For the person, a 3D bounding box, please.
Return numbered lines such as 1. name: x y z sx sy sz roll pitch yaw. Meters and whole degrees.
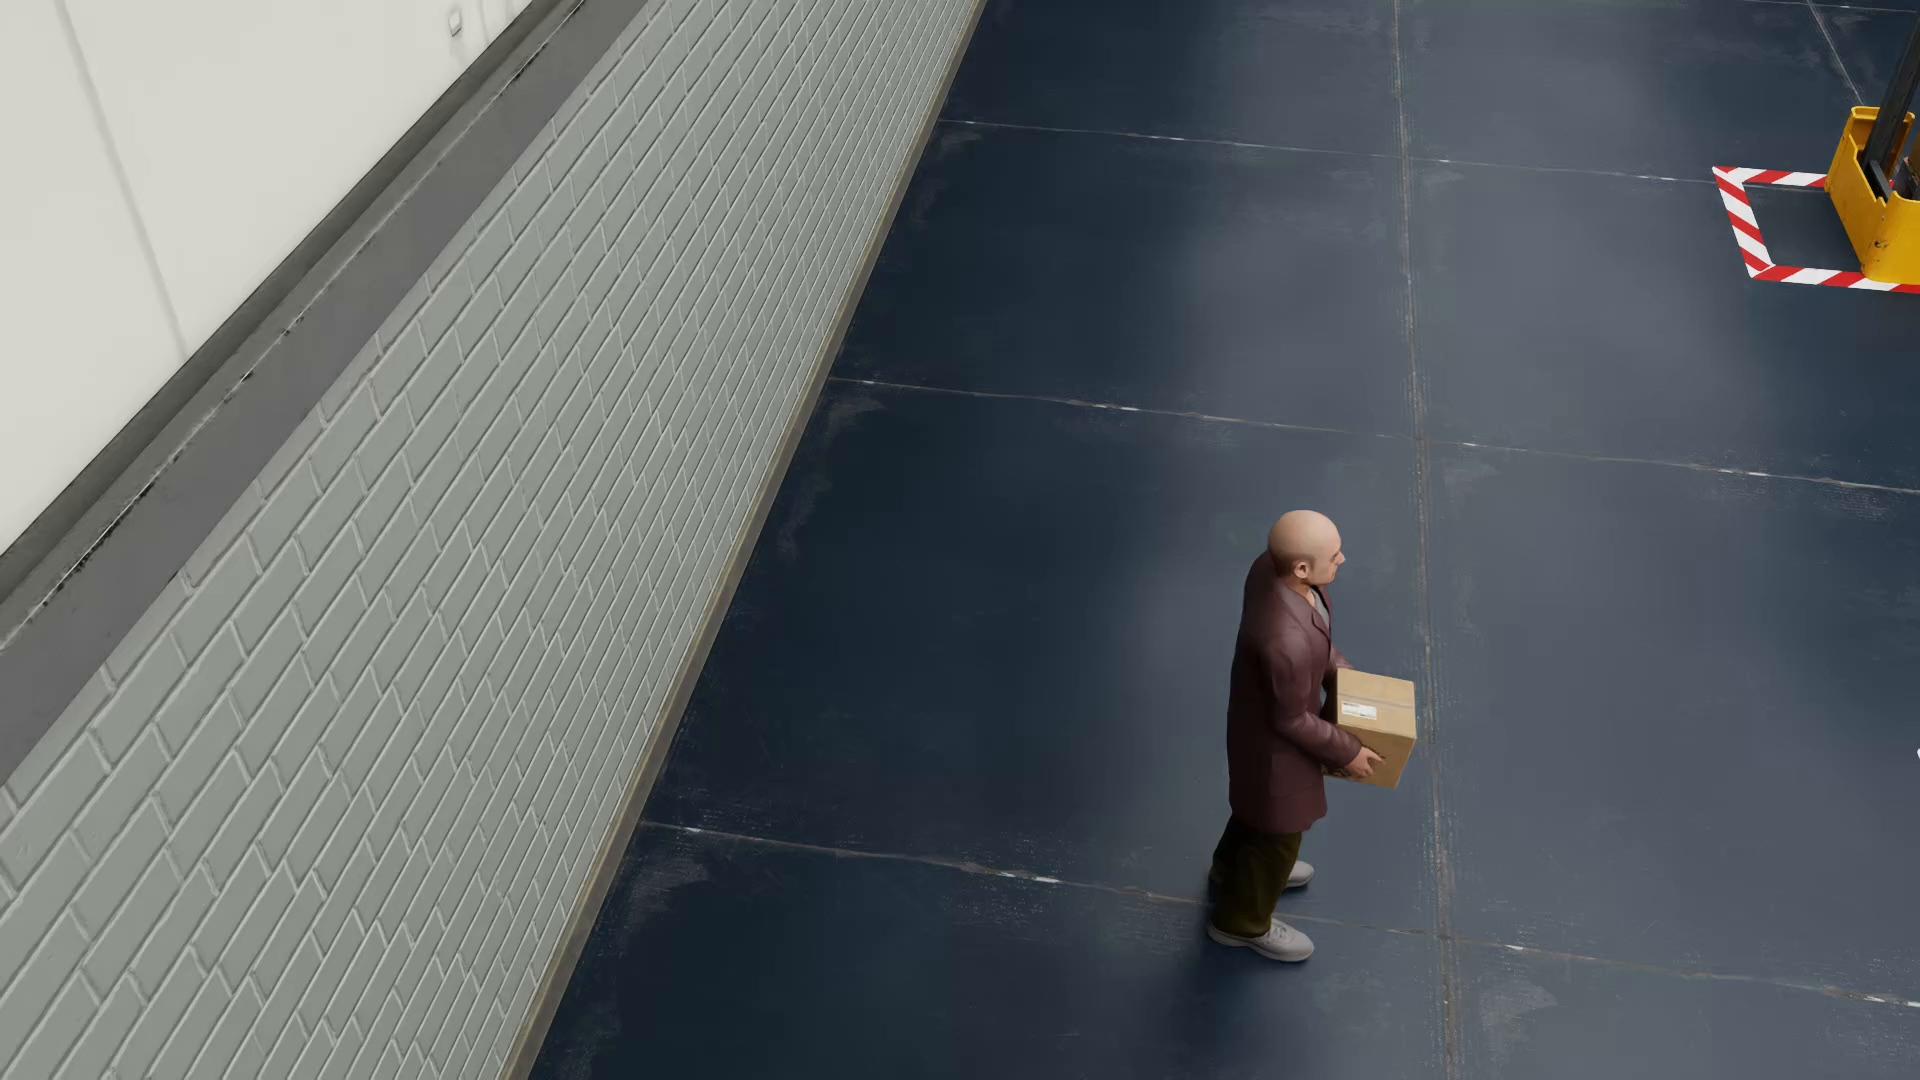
1. person: 1.109 0.631 5.410 0.499 1.782 0.566 6 40 7
